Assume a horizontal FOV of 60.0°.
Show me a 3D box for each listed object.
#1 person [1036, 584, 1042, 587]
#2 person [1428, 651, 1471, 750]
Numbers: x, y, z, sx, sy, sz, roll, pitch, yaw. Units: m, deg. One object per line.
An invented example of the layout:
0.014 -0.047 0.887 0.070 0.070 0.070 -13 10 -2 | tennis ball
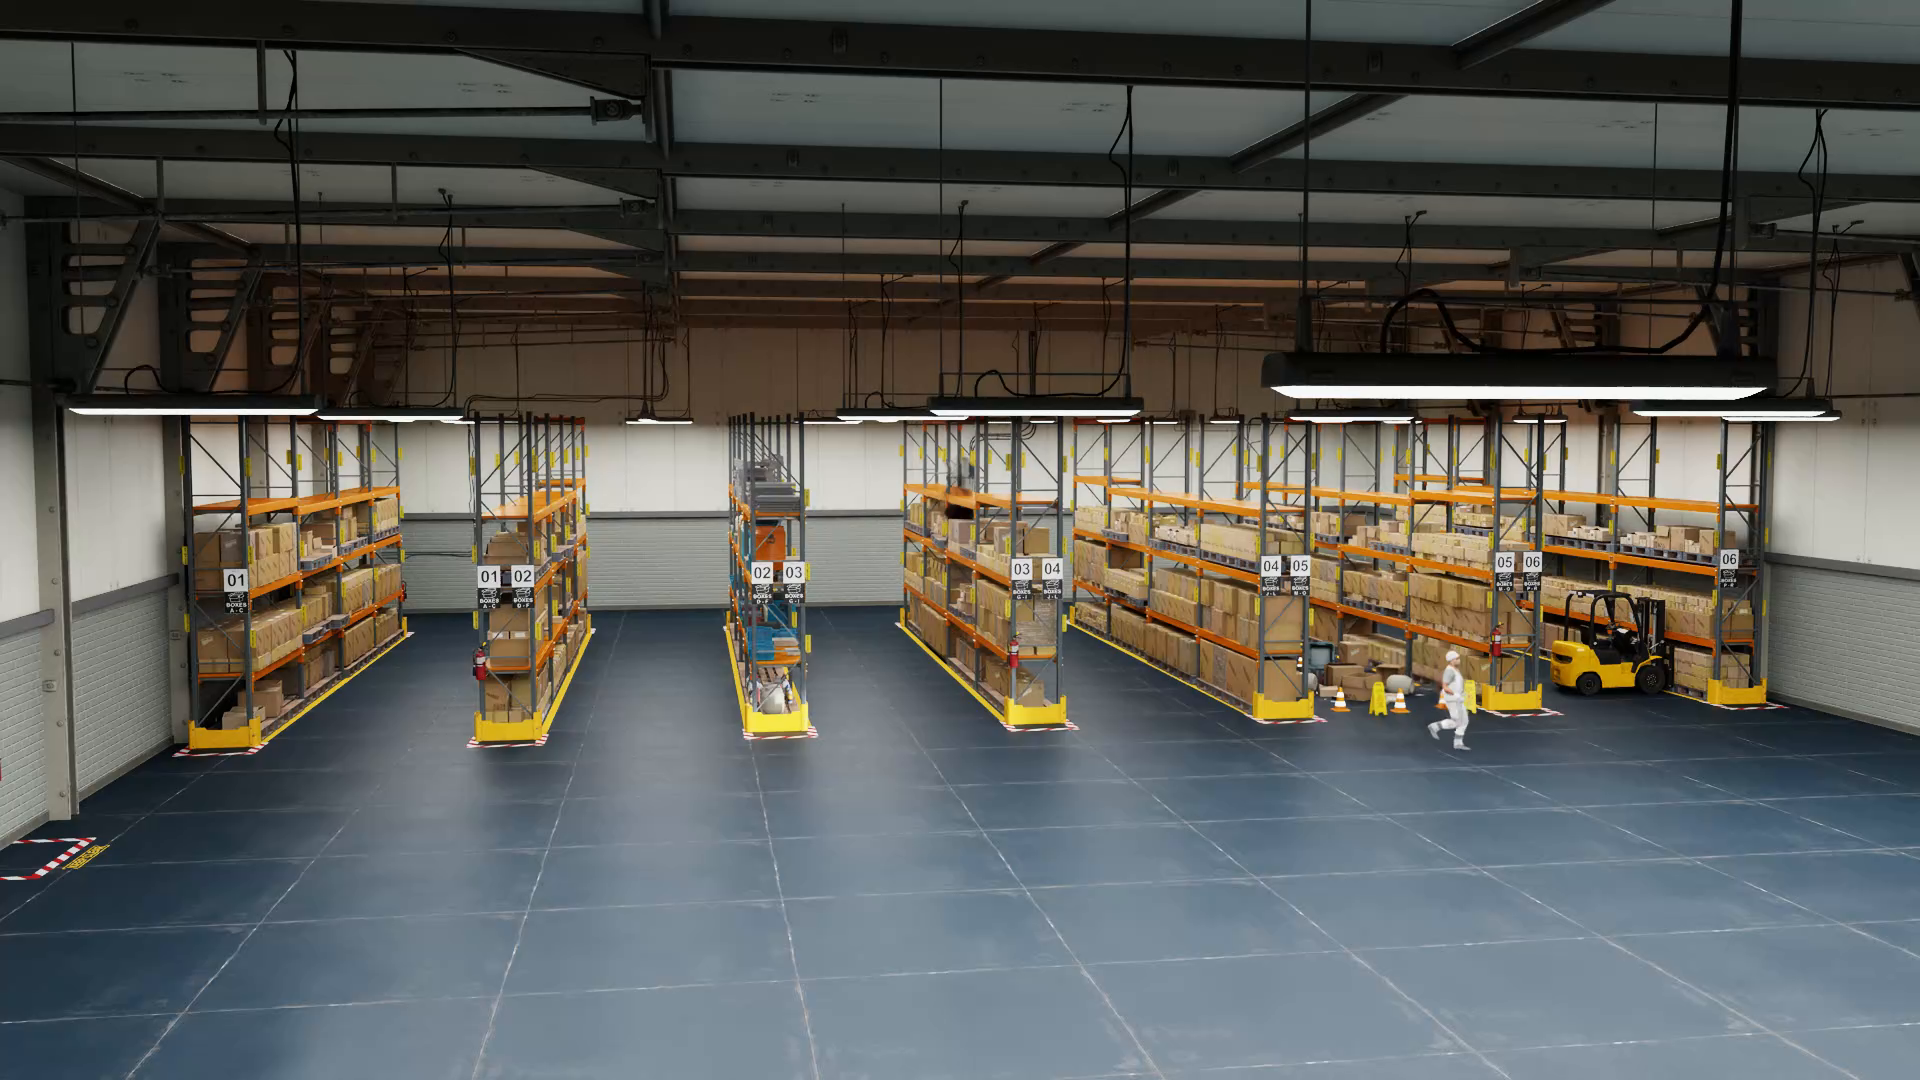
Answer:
2.332 1.758 46.461 0.581 1.650 0.644 0 4 2 | person
8.735 2.847 29.557 0.716 1.759 0.655 2 4 29 | person
